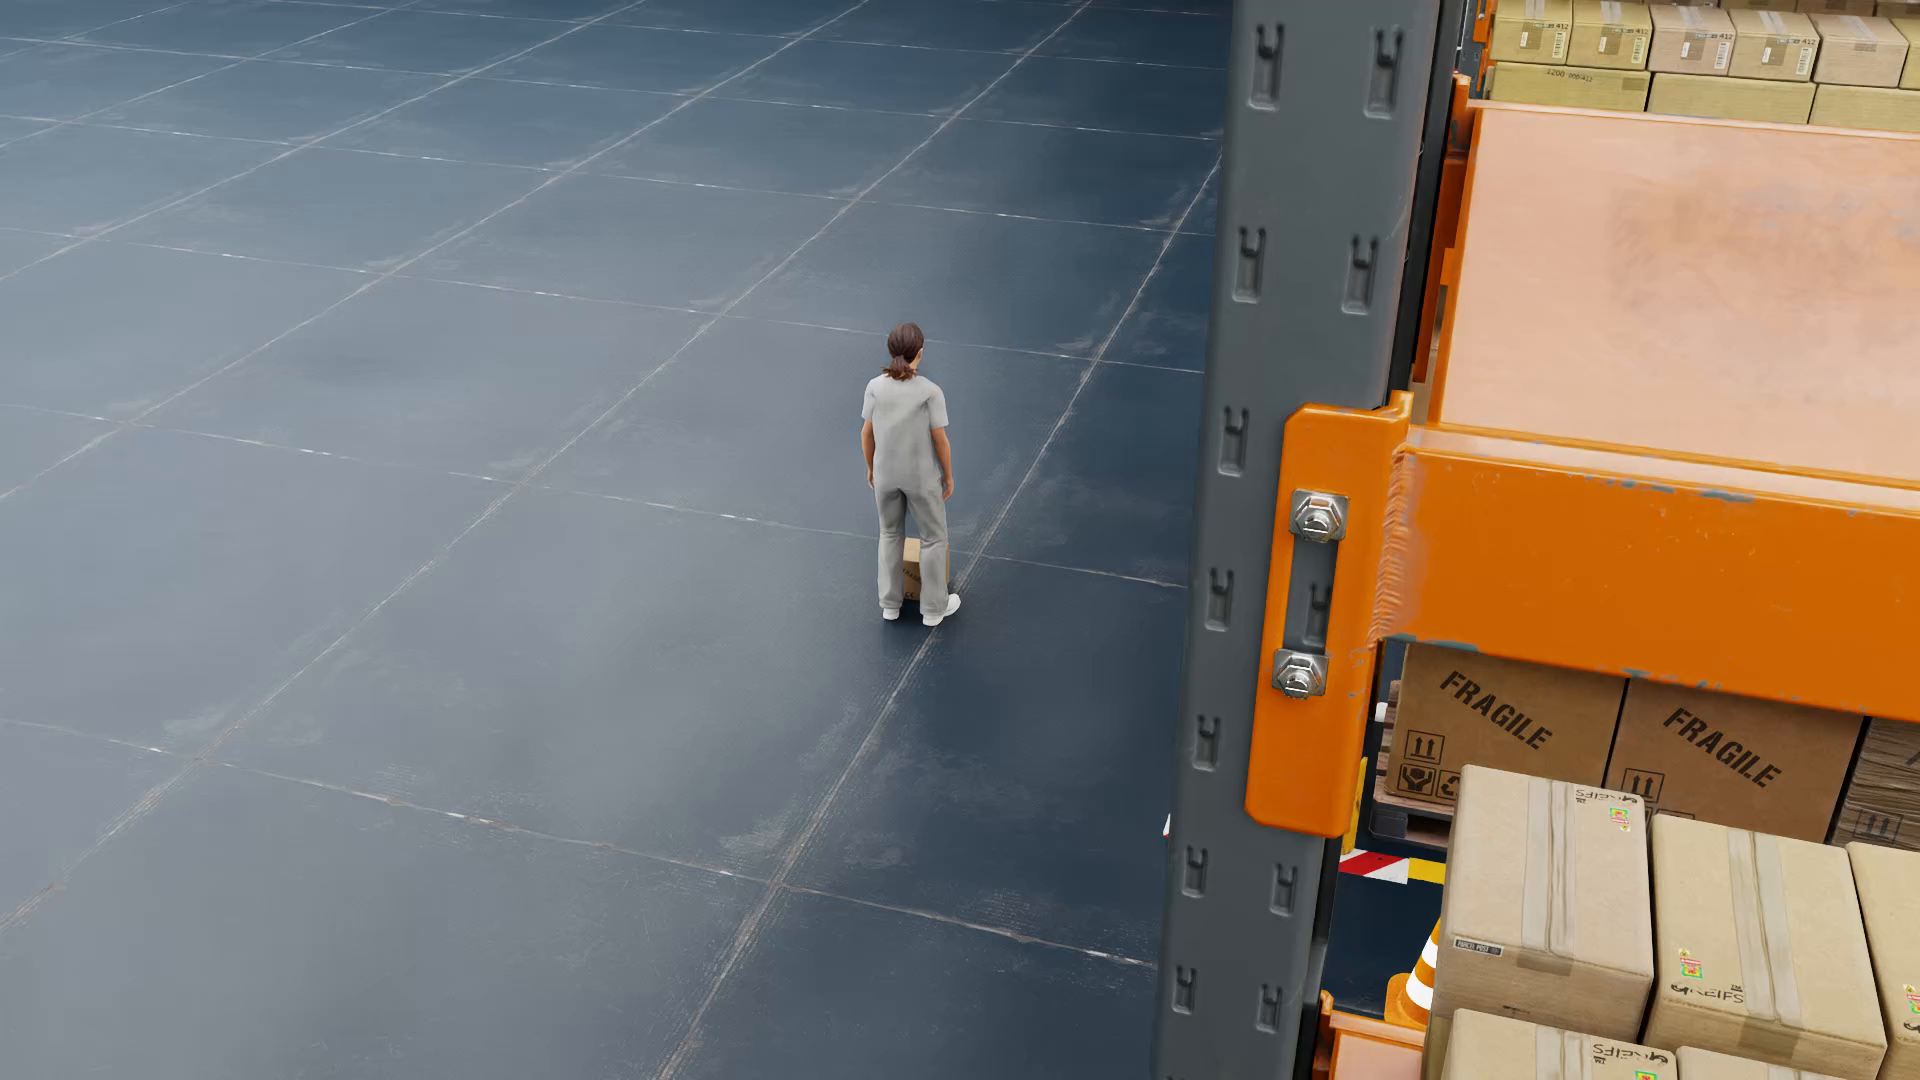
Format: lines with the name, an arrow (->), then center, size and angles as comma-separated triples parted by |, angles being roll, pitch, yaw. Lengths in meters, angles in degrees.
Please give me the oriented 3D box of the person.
person -> -0.269, -0.333, 8.721 | 0.485, 1.672, 0.362 | 8, 30, 14
